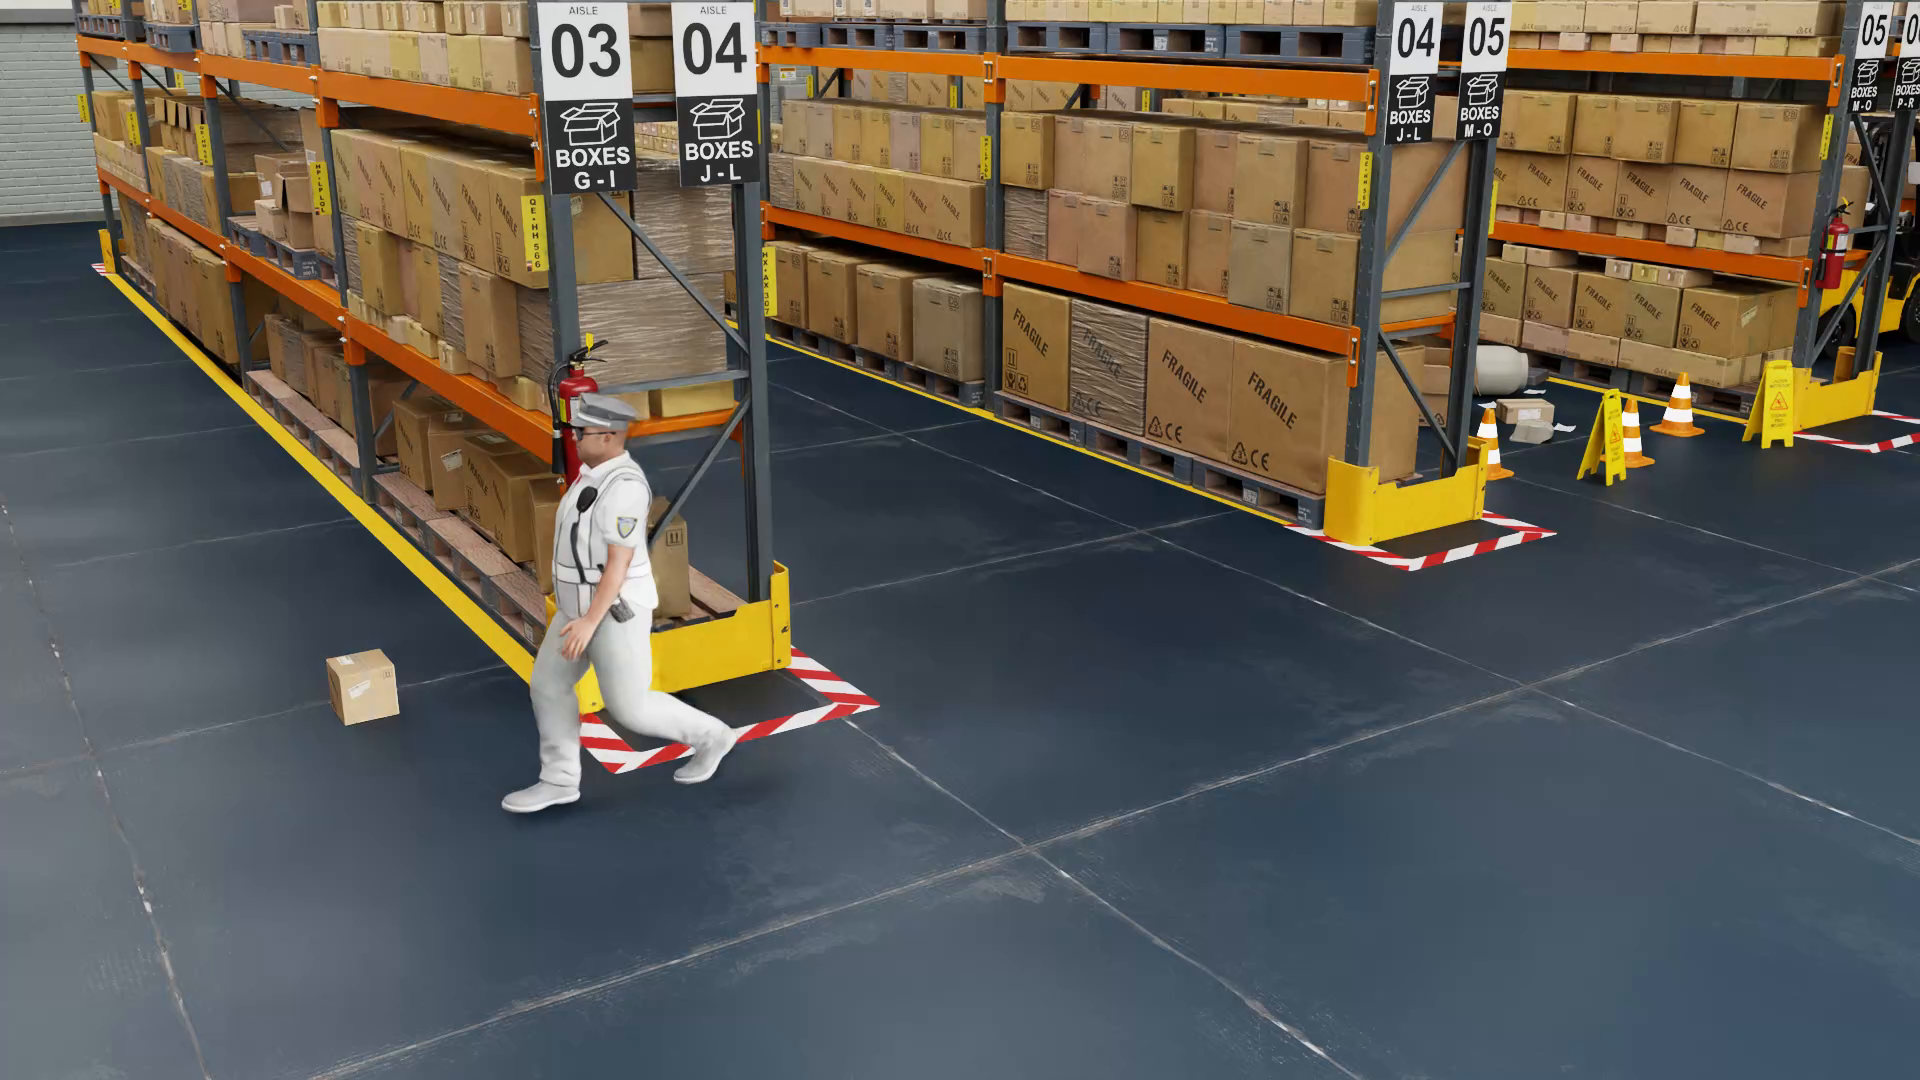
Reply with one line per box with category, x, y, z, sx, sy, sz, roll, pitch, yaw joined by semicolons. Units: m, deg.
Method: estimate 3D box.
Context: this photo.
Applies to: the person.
person;-1.447;0.247;6.735;0.938;1.714;0.540;-11;21;-30
